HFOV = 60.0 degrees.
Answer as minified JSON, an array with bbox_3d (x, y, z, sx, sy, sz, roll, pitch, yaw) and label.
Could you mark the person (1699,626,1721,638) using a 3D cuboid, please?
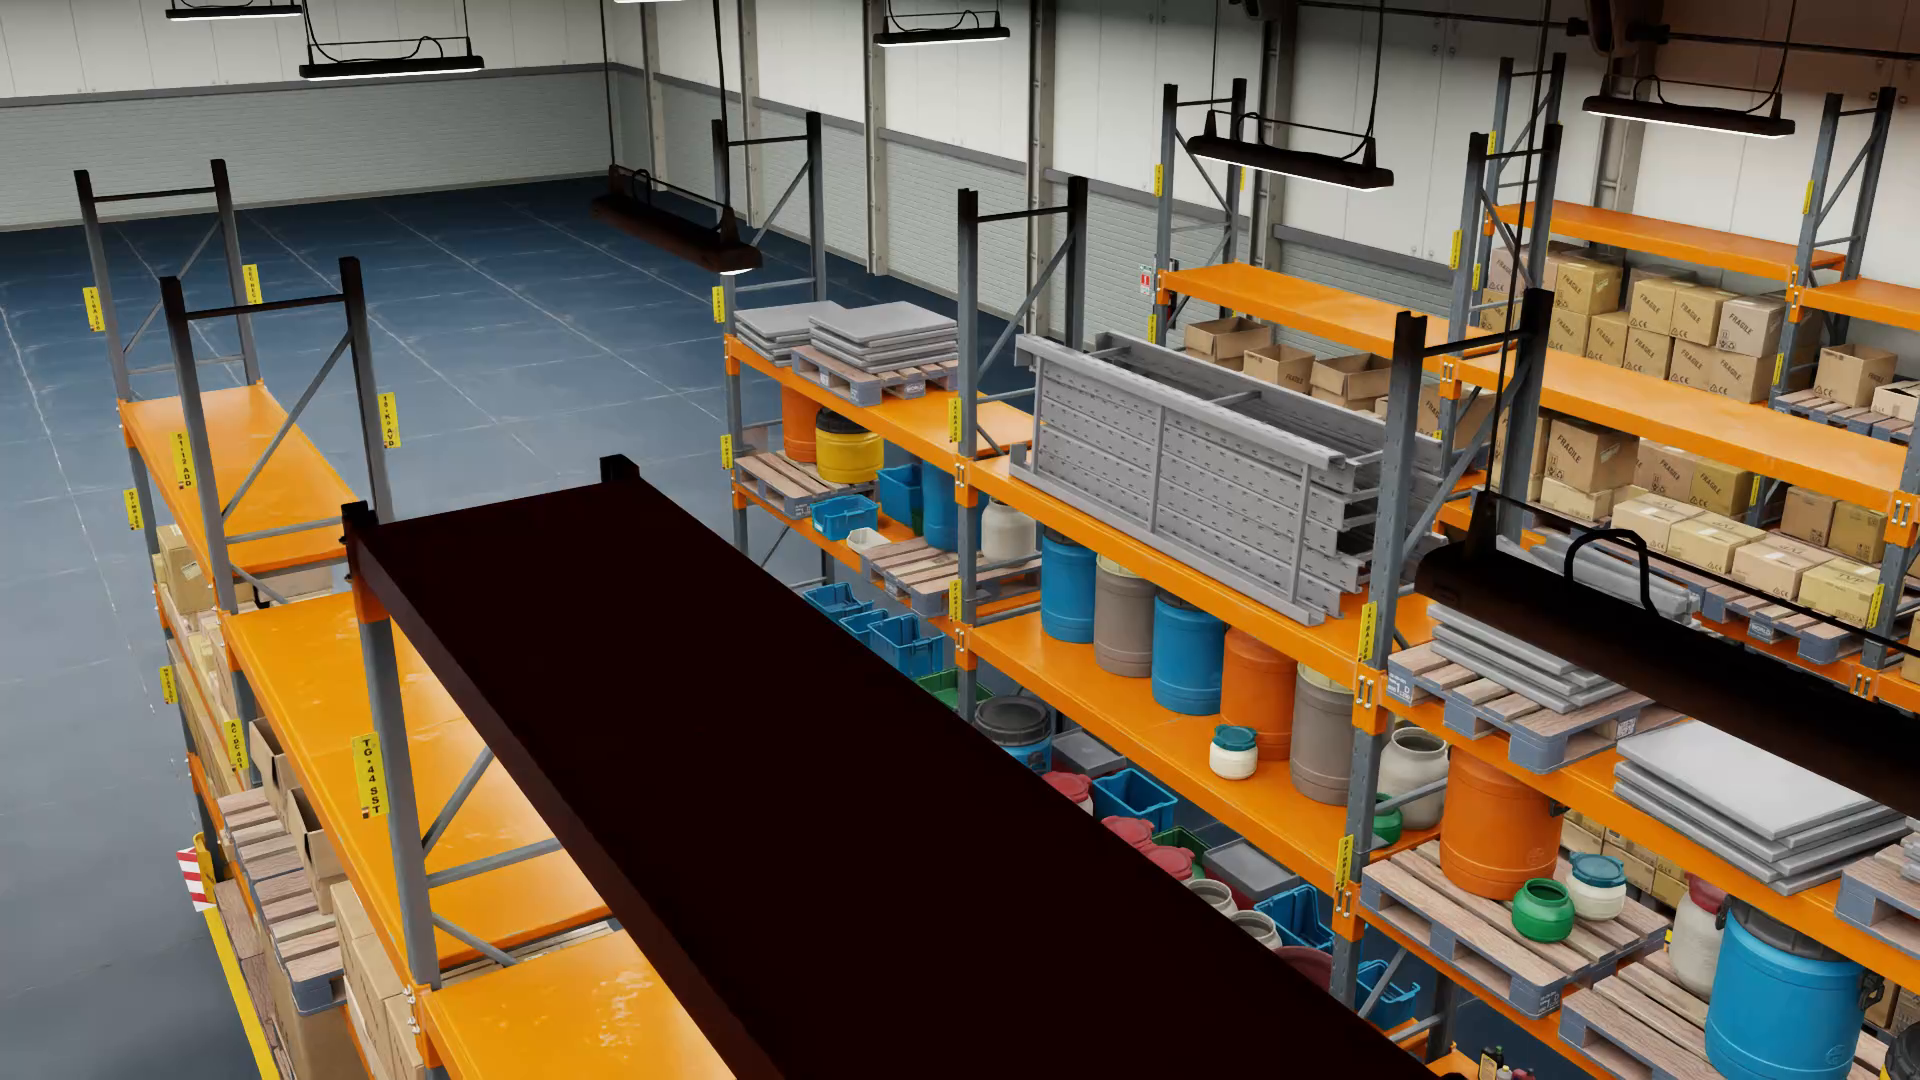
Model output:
[{"bbox_3d":[7.657,0.887,16.890,0.632,1.728,0.704,-14,26,-31],"label":"person"}]
